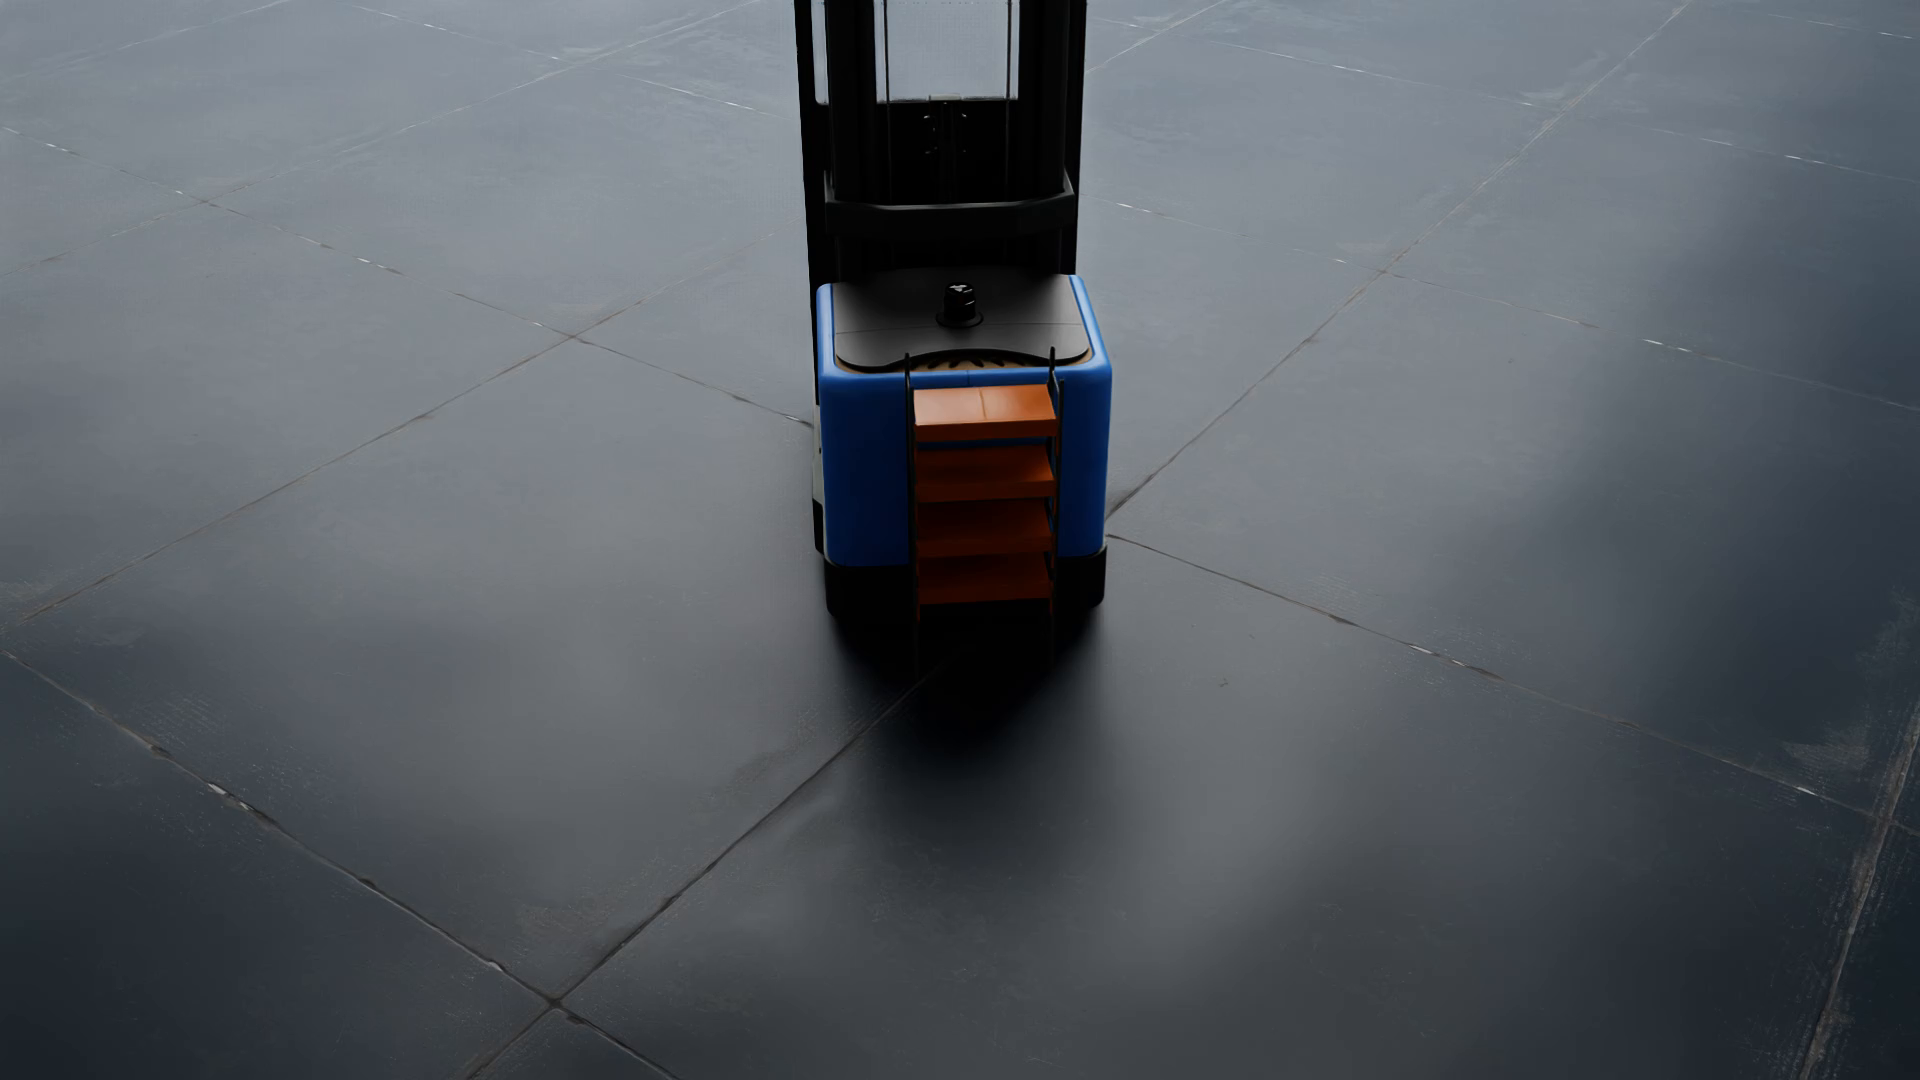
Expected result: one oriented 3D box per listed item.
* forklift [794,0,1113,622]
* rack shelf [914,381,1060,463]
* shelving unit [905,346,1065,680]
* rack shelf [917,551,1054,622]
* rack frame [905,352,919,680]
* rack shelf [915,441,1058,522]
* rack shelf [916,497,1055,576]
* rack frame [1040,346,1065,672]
[{"bbox_3d":[-0.094,-1.714,6.668,1.130,2.935,3.031,-3,34,-4],"label":"forklift"},{"bbox_3d":[0.077,-0.398,5.566,0.480,0.148,0.258,-3,34,-4],"label":"rack shelf"},{"bbox_3d":[0.077,-0.072,5.786,0.503,1.200,0.258,-3,34,-4],"label":"shelving unit"},{"bbox_3d":[0.077,0.148,5.935,0.480,0.148,0.258,-3,34,-4],"label":"rack shelf"},{"bbox_3d":[-0.166,-0.060,5.767,0.015,1.200,0.240,-3,34,-4],"label":"rack frame"},{"bbox_3d":[0.077,-0.202,5.698,0.480,0.148,0.258,-3,34,-4],"label":"rack shelf"},{"bbox_3d":[0.077,-0.017,5.824,0.480,0.148,0.258,-3,34,-4],"label":"rack shelf"},{"bbox_3d":[0.320,-0.085,5.805,0.015,1.200,0.240,-3,34,-4],"label":"rack frame"}]
